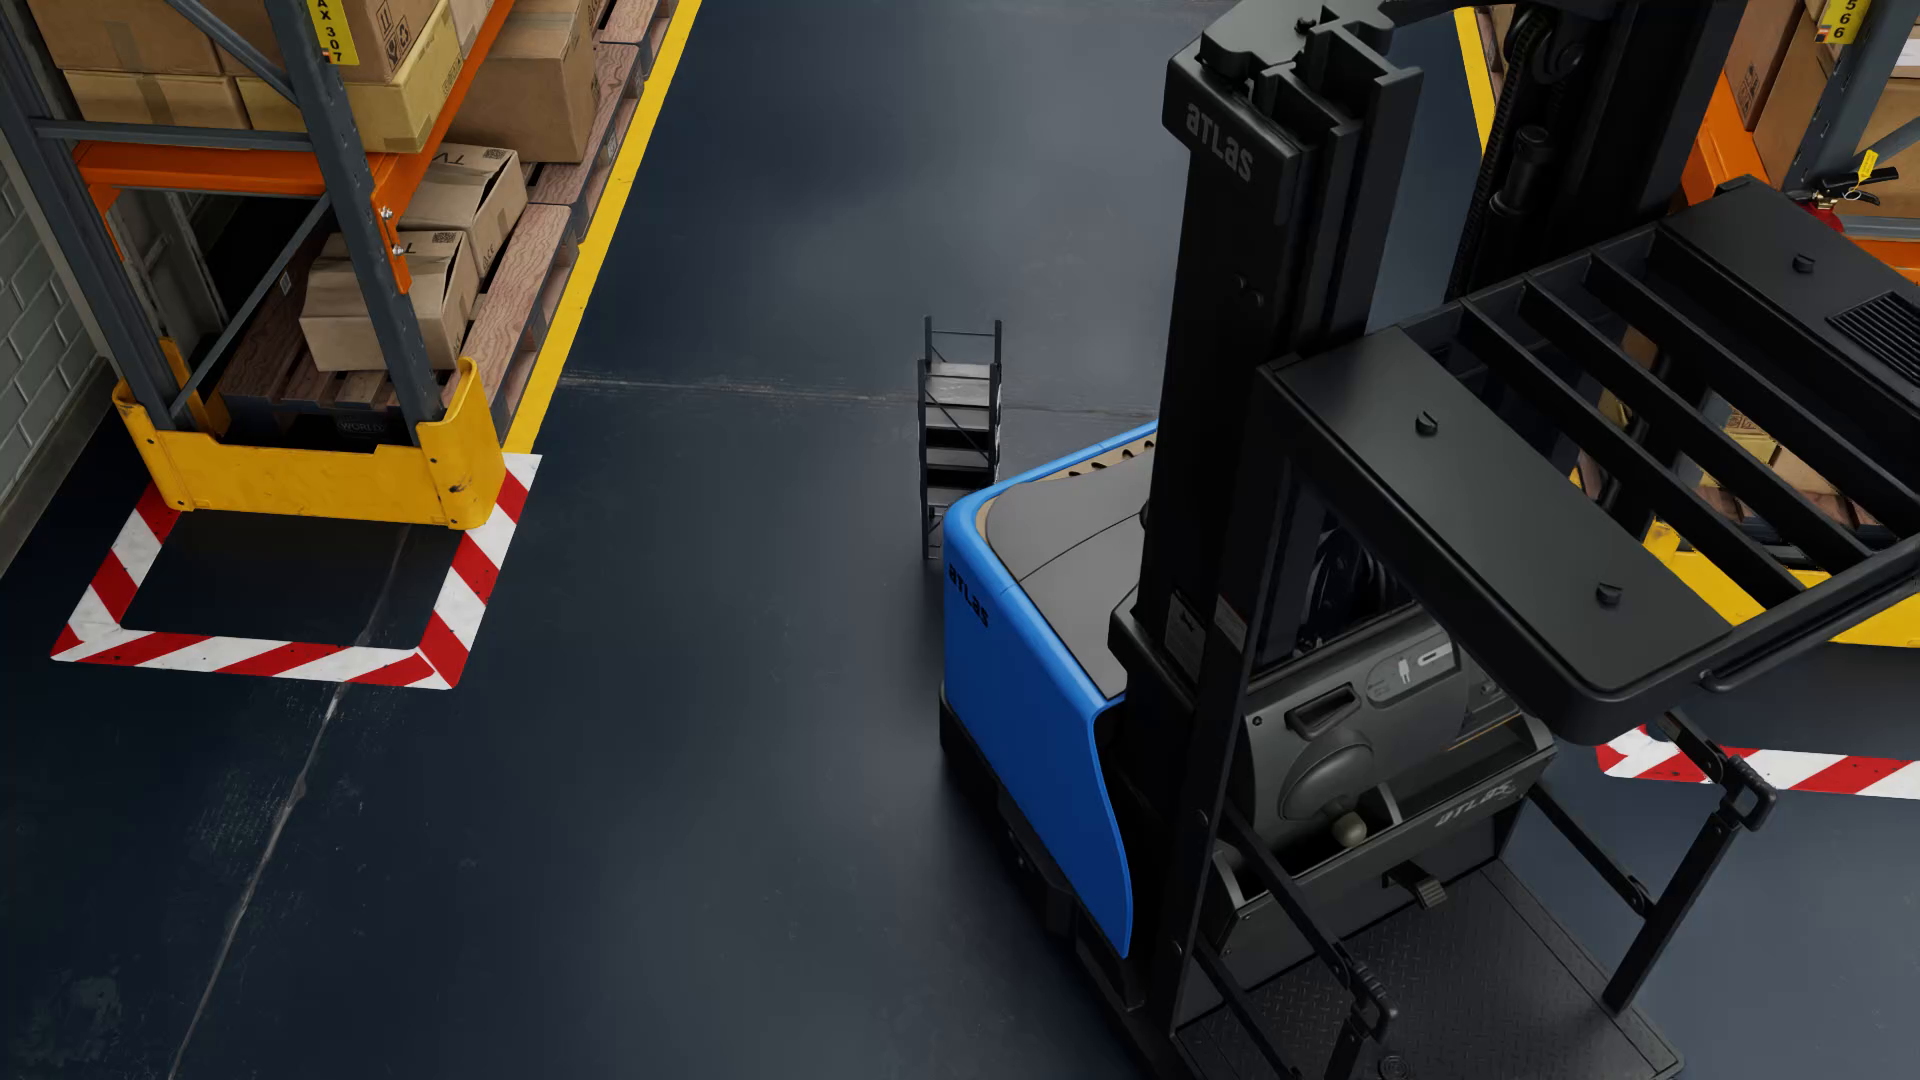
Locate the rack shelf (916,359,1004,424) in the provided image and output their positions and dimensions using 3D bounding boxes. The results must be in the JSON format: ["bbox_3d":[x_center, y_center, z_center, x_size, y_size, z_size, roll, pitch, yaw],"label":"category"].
[{"bbox_3d":[0.001,-0.469,5.249,0.258,0.077,0.200,4,48,4],"label":"rack shelf"}]

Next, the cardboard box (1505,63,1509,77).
[{"bbox_3d":[2.624,-1.922,7.054,0.500,0.250,0.500,4,48,4],"label":"cardboard box"}]

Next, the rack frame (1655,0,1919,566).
[{"bbox_3d":[2.705,-0.823,4.470,1.000,3.000,0.127,4,48,4],"label":"rack frame"}]

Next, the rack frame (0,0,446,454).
[{"bbox_3d":[-2.228,-1.154,4.772,1.000,3.000,0.127,4,48,4],"label":"rack frame"}]

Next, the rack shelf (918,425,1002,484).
[{"bbox_3d":[0.001,-0.287,5.448,0.258,0.077,0.200,4,48,4],"label":"rack shelf"}]

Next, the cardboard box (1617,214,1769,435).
[{"bbox_3d":[2.458,-0.704,5.432,0.500,0.500,0.500,4,48,4],"label":"cardboard box"}]

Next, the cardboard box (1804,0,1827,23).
[{"bbox_3d":[2.573,-1.562,4.639,0.380,0.149,0.250,5,48,5],"label":"cardboard box"}]

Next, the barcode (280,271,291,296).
[{"bbox_3d":[-2.472,-0.940,6.095,0.001,0.075,0.075,4,48,4],"label":"barcode"}]

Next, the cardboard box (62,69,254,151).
[{"bbox_3d":[-2.379,-1.466,5.147,0.500,0.250,0.500,4,48,4],"label":"cardboard box"}]

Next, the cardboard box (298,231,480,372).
[{"bbox_3d":[-2.076,-0.897,6.062,0.500,0.311,0.500,-1,48,-1],"label":"cardboard box"}]

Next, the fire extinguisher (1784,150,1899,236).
[{"bbox_3d":[2.232,-0.742,4.448,0.296,0.674,0.183,4,48,4],"label":"fire extinguisher"}]

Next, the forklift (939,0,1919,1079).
[{"bbox_3d":[1.090,0.424,3.375,1.130,2.935,3.031,-22,51,-19],"label":"forklift"}]

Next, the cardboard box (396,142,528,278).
[{"bbox_3d":[-2.024,-1.316,6.445,0.500,0.311,0.500,7,48,7],"label":"cardboard box"}]

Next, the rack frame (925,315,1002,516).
[{"bbox_3d":[0.010,-0.384,5.492,0.240,0.900,0.006,4,48,4],"label":"rack frame"}]

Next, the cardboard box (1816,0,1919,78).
[{"bbox_3d":[2.550,-1.370,4.463,0.380,0.149,0.250,3,48,3],"label":"cardboard box"}]

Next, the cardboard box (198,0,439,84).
[{"bbox_3d":[-1.885,-1.694,4.846,0.500,0.500,0.500,4,48,4],"label":"cardboard box"}]

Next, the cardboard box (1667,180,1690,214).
[{"bbox_3d":[2.534,-1.440,6.105,0.500,0.500,0.500,4,48,4],"label":"cardboard box"}]

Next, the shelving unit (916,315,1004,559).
[{"bbox_3d":[0.001,-0.310,5.423,0.258,0.900,0.210,4,48,4],"label":"shelving unit"}]

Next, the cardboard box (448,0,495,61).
[{"bbox_3d":[-1.835,-1.830,5.479,0.500,0.250,0.500,3,48,2],"label":"cardboard box"}]

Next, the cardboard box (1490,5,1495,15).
[{"bbox_3d":[2.725,-2.656,7.725,0.500,0.250,0.500,4,48,4],"label":"cardboard box"}]

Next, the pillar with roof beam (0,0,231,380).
[{"bbox_3d":[1.261,-3.462,2.818,9.100,9.000,0.400,4,48,4],"label":"pillar with roof beam"}]

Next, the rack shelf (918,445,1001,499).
[{"bbox_3d":[0.001,-0.226,5.514,0.258,0.077,0.200,4,48,4],"label":"rack shelf"}]

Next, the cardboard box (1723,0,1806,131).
[{"bbox_3d":[2.803,-1.586,5.100,0.700,0.500,0.500,5,48,5],"label":"cardboard box"}]

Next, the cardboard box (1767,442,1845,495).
[{"bbox_3d":[2.976,-0.416,5.677,0.500,0.250,0.500,4,48,4],"label":"cardboard box"}]

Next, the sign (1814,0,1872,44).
[{"bbox_3d":[2.166,-1.341,3.998,0.100,0.325,0.005,4,48,4],"label":"sign"}]

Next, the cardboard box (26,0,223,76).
[{"bbox_3d":[-2.397,-1.724,4.874,0.500,0.500,0.500,3,48,3],"label":"cardboard box"}]

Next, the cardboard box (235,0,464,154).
[{"bbox_3d":[-1.868,-1.447,5.129,0.500,0.250,0.500,3,48,2],"label":"cardboard box"}]

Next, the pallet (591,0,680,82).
[{"bbox_3d":[-1.890,-2.656,8.036,1.003,0.211,1.213,4,48,4],"label":"pallet"}]

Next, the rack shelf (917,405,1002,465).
[{"bbox_3d":[0.001,-0.348,5.382,0.258,0.077,0.200,4,48,4],"label":"rack shelf"}]

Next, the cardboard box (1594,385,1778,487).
[{"bbox_3d":[2.460,-0.451,5.709,0.500,0.250,0.500,4,48,4],"label":"cardboard box"}]

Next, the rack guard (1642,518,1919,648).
[{"bbox_3d":[2.703,0.038,5.377,1.175,0.500,0.348,4,48,4],"label":"rack guard"}]

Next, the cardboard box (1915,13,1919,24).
[{"bbox_3d":[2.765,-1.676,4.303,0.700,0.500,0.500,4,48,4],"label":"cardboard box"}]

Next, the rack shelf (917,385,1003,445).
[{"bbox_3d":[0.001,-0.409,5.315,0.258,0.077,0.200,4,48,4],"label":"rack shelf"}]

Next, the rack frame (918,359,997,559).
[{"bbox_3d":[-0.009,-0.235,5.355,0.240,0.900,0.006,4,48,4],"label":"rack frame"}]

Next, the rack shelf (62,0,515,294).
[{"bbox_3d":[-2.046,-2.381,6.382,1.077,0.370,4.000,4,48,4],"label":"rack shelf"}]

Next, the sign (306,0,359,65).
[{"bbox_3d":[-1.688,-1.410,4.420,0.100,0.325,0.005,4,48,4],"label":"sign"}]

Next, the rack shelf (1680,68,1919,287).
[{"bbox_3d":[2.887,-2.050,6.080,1.077,0.370,4.000,4,48,4],"label":"rack shelf"}]

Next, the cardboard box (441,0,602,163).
[{"bbox_3d":[-1.907,-1.916,6.865,0.700,0.500,0.500,1,48,1],"label":"cardboard box"}]

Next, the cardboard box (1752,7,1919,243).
[{"bbox_3d":[2.760,-1.199,4.746,0.700,0.500,0.500,4,48,4],"label":"cardboard box"}]

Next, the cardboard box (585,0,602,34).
[{"bbox_3d":[-1.919,-2.633,7.521,0.500,0.500,0.500,1,48,1],"label":"cardboard box"}]

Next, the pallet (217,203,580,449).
[{"bbox_3d":[-2.112,-0.863,6.396,1.003,0.211,1.213,4,48,4],"label":"pallet"}]

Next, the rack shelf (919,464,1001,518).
[{"bbox_3d":[0.001,-0.166,5.581,0.258,0.077,0.200,4,48,4],"label":"rack shelf"}]

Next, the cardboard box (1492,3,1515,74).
[{"bbox_3d":[2.675,-2.289,7.390,0.500,0.250,0.500,4,48,4],"label":"cardboard box"}]

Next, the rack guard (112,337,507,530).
[{"bbox_3d":[-2.221,-0.366,5.746,1.175,0.500,0.348,4,48,4],"label":"rack guard"}]

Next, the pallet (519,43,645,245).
[{"bbox_3d":[-1.998,-1.757,7.214,1.003,0.211,1.213,4,48,4],"label":"pallet"}]

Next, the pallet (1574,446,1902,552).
[{"bbox_3d":[2.733,-0.447,6.016,1.003,0.211,1.213,4,48,4],"label":"pallet"}]

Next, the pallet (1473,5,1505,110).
[{"bbox_3d":[2.955,-2.240,7.656,1.003,0.211,1.213,4,48,4],"label":"pallet"}]
